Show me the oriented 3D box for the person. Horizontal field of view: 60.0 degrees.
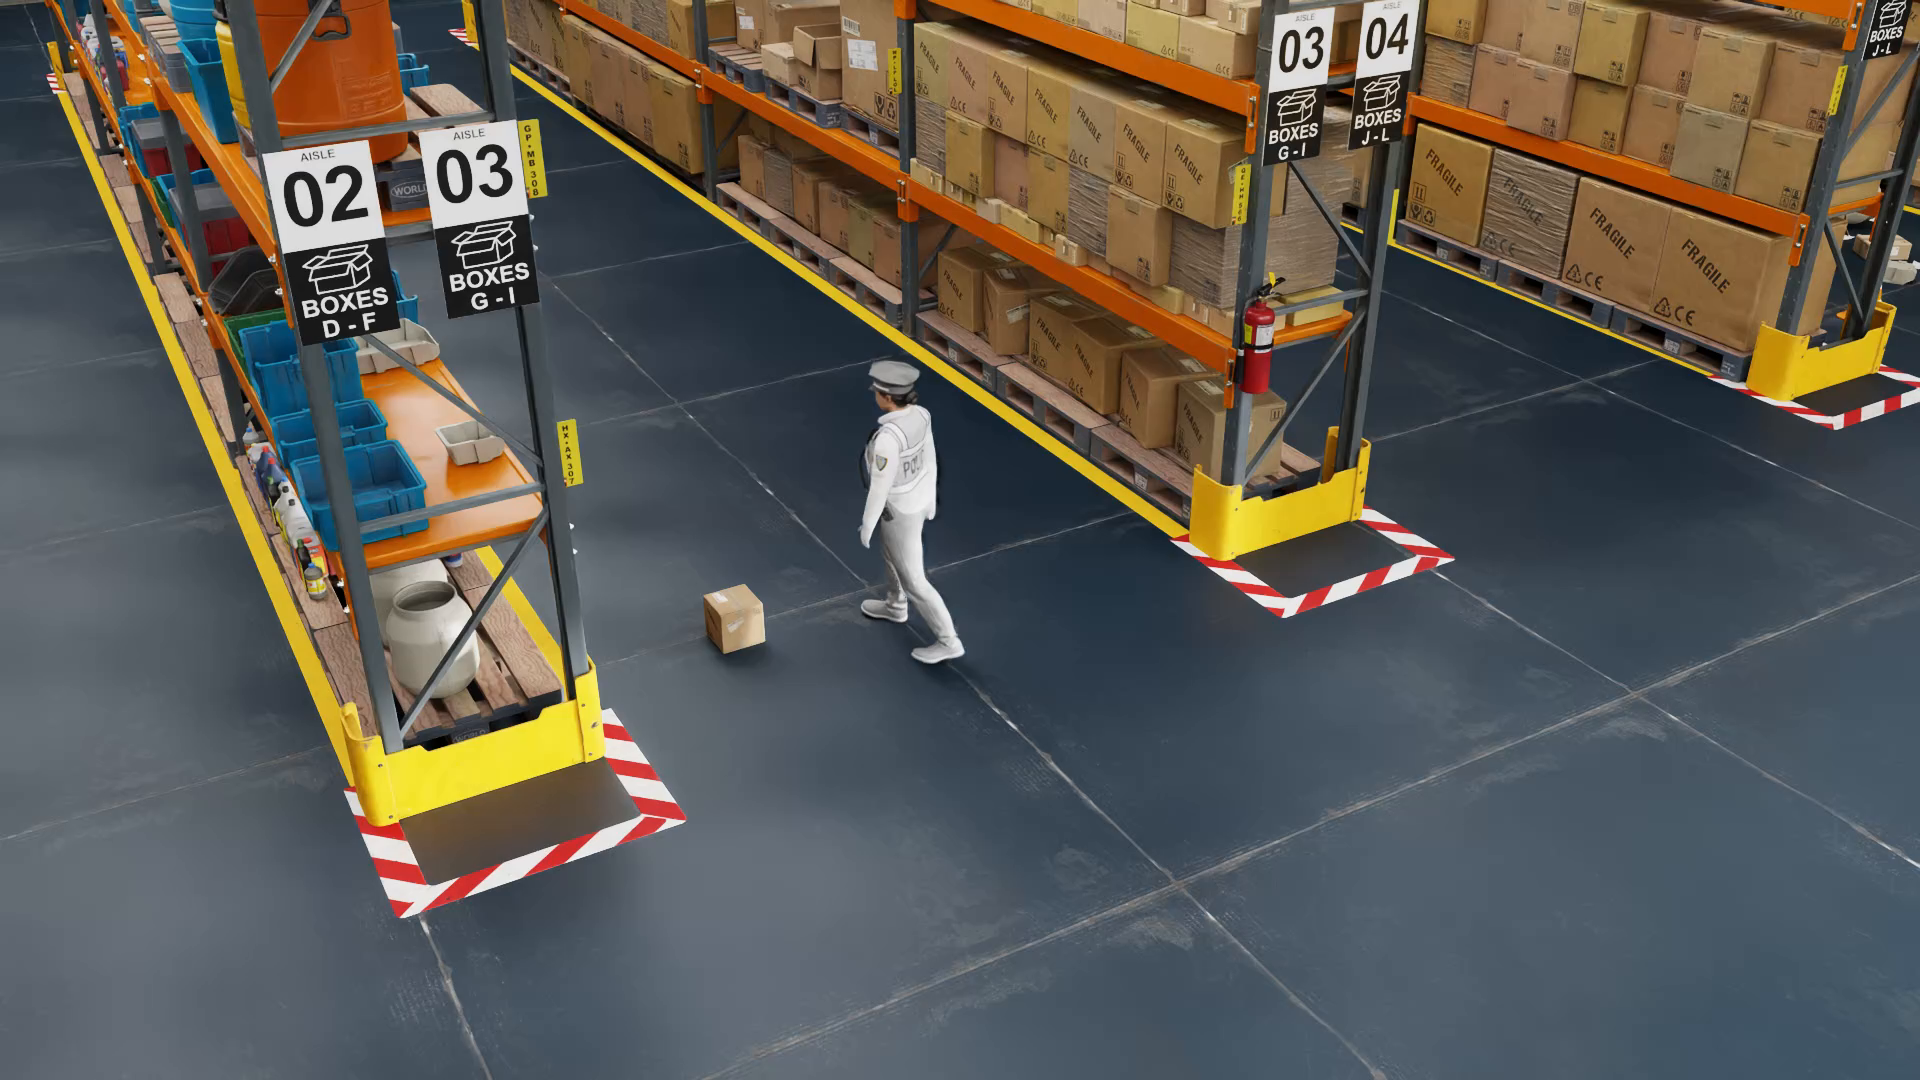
[{"bbox_3d":[-0.289,-0.164,8.852,0.749,1.635,0.545,12,31,20],"label":"person"}]
